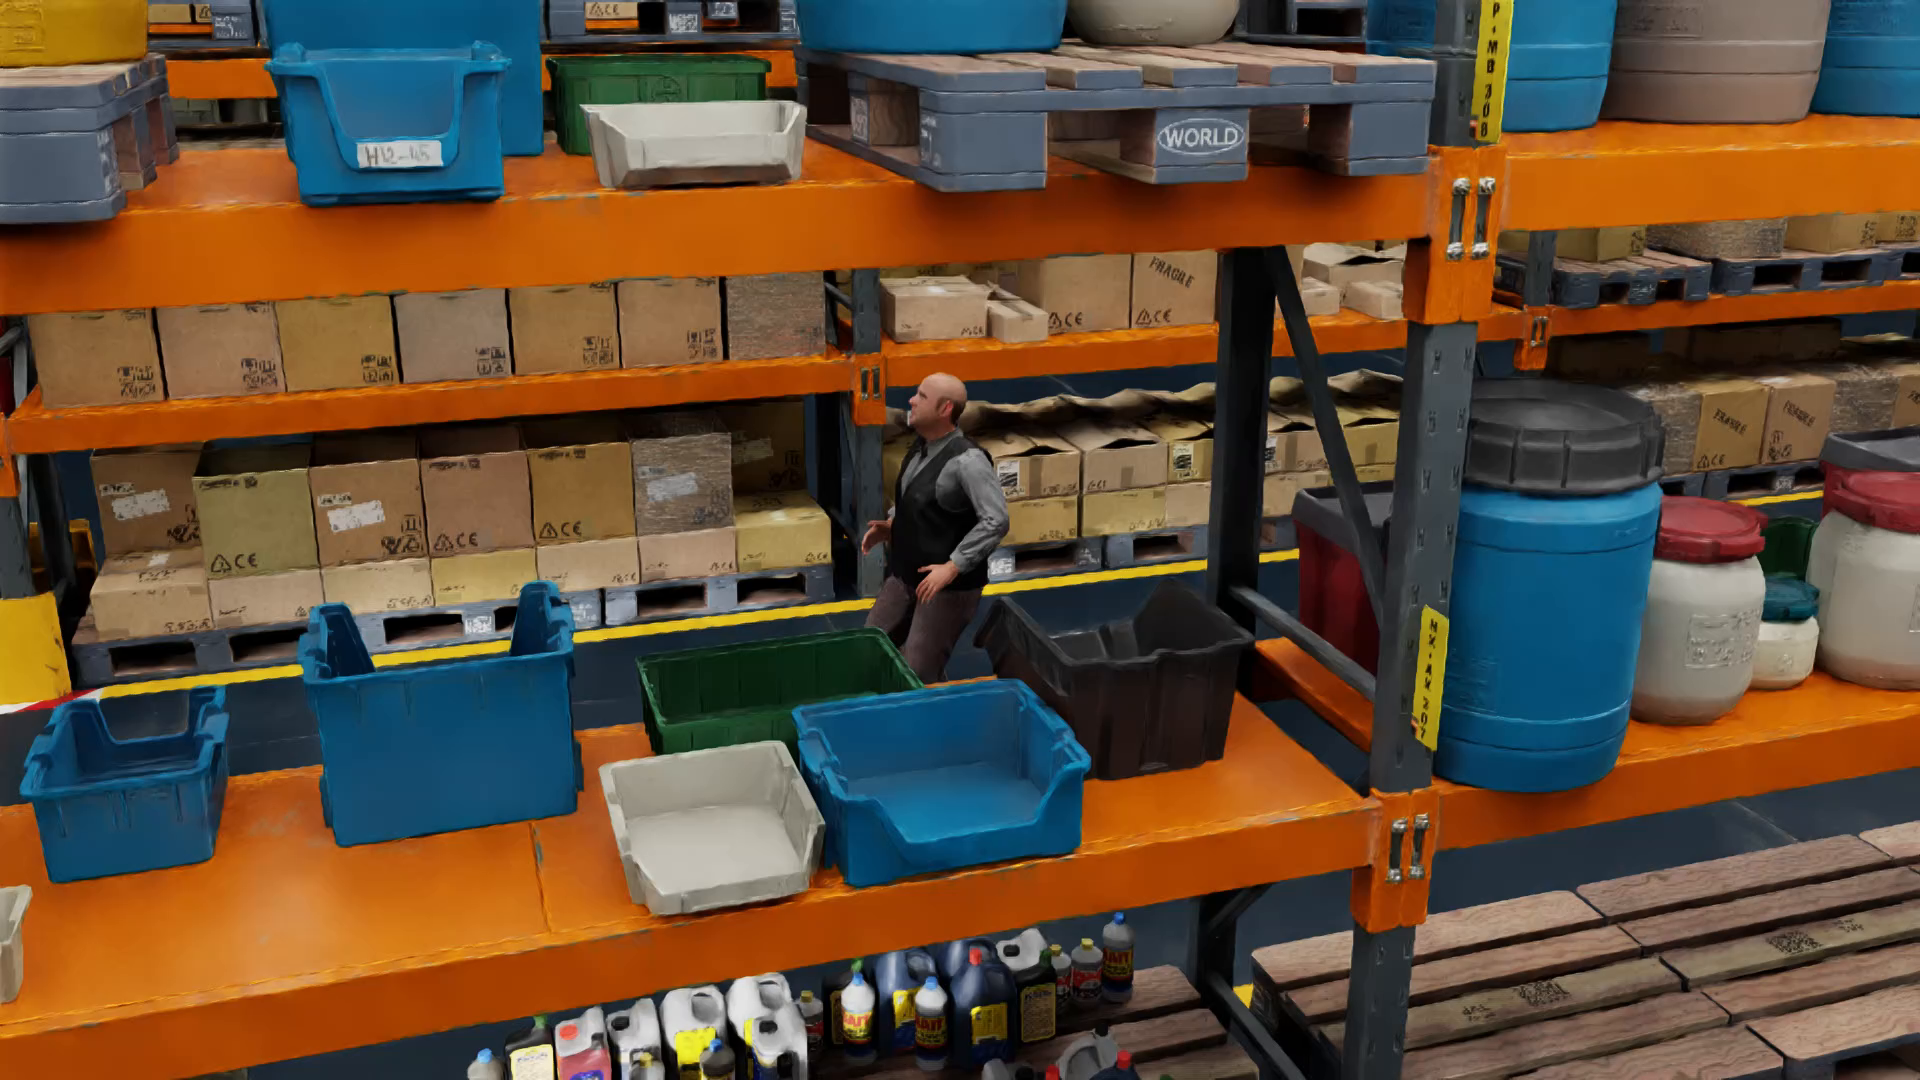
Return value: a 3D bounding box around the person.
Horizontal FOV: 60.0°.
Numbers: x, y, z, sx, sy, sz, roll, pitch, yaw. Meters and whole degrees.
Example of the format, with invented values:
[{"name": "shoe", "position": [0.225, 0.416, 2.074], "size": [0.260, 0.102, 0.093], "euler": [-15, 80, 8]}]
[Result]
[{"name": "person", "position": [-0.120, 0.170, 6.670], "size": [0.491, 1.692, 0.773], "euler": [-11, 22, -28]}]
